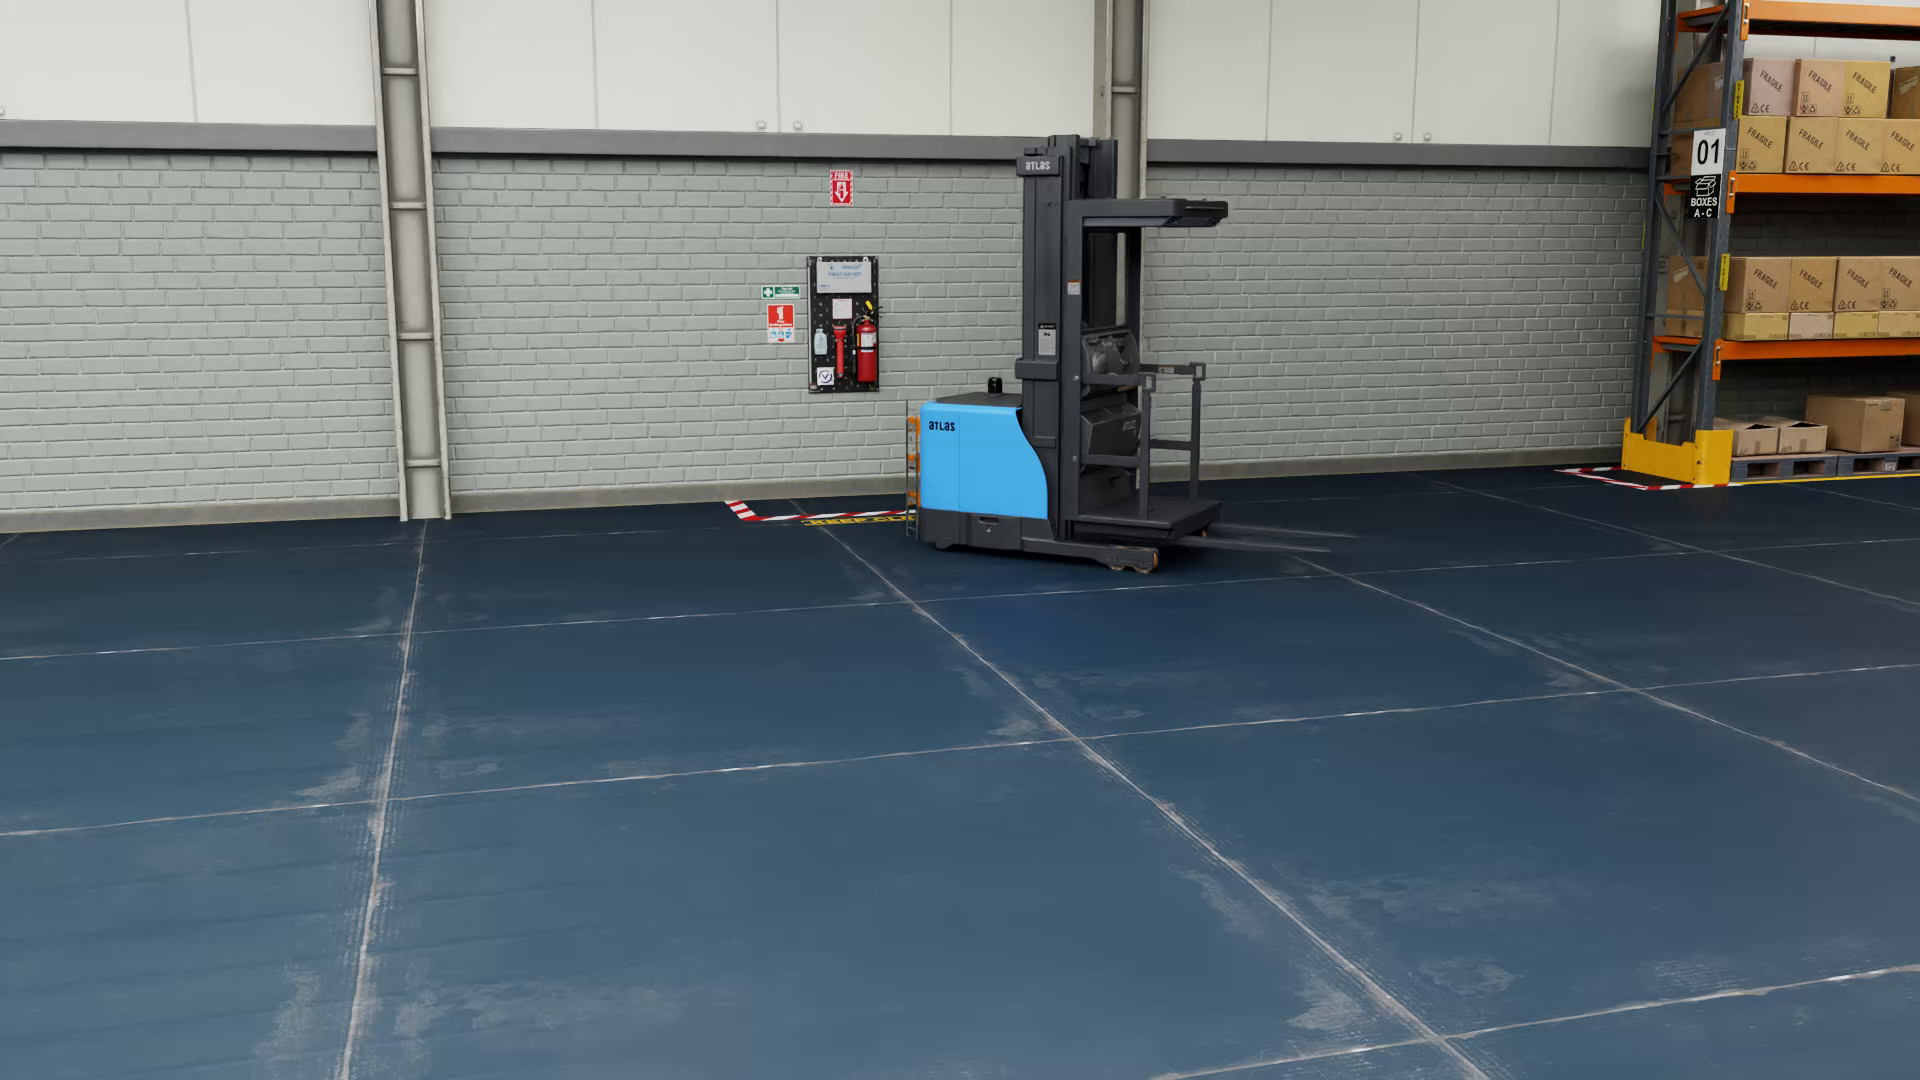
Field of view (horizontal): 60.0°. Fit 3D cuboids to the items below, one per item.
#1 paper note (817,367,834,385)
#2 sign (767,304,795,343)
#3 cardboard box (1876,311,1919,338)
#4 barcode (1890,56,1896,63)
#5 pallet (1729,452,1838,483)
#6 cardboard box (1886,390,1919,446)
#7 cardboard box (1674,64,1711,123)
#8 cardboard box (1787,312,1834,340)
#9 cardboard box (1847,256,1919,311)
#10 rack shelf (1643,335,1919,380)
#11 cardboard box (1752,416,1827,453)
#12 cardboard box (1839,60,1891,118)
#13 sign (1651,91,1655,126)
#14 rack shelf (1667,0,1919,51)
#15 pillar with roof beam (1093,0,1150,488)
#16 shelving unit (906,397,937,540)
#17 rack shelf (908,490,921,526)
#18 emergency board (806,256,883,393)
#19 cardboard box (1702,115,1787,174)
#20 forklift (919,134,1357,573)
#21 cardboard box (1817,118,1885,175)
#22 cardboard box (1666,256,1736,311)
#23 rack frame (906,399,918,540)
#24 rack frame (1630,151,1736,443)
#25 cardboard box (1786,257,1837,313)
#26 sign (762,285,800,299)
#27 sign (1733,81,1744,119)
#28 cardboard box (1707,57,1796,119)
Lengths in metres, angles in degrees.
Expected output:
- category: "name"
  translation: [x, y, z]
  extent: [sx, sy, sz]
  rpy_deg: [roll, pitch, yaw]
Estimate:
- category: "paper note"
  translation: [-1.164, -1.418, 14.399]
  extent: [0.142, 0.148, 0.016]
  rpy_deg: [-3, 11, -16]
- category: "sign"
  translation: [-1.535, -1.856, 14.245]
  extent: [0.234, 0.329, 0.001]
  rpy_deg: [-3, 11, -16]
- category: "cardboard box"
  translation: [8.767, -2.069, 15.860]
  extent: [0.500, 0.250, 0.500]
  rpy_deg: [-3, 11, -15]
- category: "barcode"
  translation: [9.125, -4.701, 16.266]
  extent: [0.075, 0.075, 0.001]
  rpy_deg: [-3, 11, -16]
- category: "pallet"
  translation: [7.602, -0.752, 16.050]
  extent: [1.213, 0.211, 1.003]
  rpy_deg: [-3, 11, -16]
- category: "cardboard box"
  translation: [9.594, -1.215, 16.549]
  extent: [0.500, 0.500, 0.500]
  rpy_deg: [-4, 11, -20]
- category: "cardboard box"
  translation: [7.080, -4.178, 15.579]
  extent: [0.500, 0.500, 0.500]
  rpy_deg: [-3, 11, -13]
- category: "cardboard box"
  translation: [7.791, -2.019, 15.589]
  extent: [0.500, 0.250, 0.500]
  rpy_deg: [-3, 11, -18]
- category: "cardboard box"
  translation: [8.749, -2.438, 15.793]
  extent: [0.500, 0.500, 0.500]
  rpy_deg: [-3, 11, -14]
- category: "rack shelf"
  translation: [8.659, -1.832, 16.201]
  extent: [4.000, 0.370, 1.077]
  rpy_deg: [-3, 11, -16]
- category: "cardboard box"
  translation: [7.976, -1.027, 16.052]
  extent: [0.500, 0.311, 0.500]
  rpy_deg: [-2, 11, -11]
- category: "cardboard box"
  translation: [8.161, -4.133, 15.331]
  extent: [0.500, 0.500, 0.500]
  rpy_deg: [-3, 11, -14]
- category: "sign"
  translation: [6.603, -4.093, 15.764]
  extent: [0.005, 0.325, 0.100]
  rpy_deg: [-3, 11, -16]
- category: "rack shelf"
  translation: [8.659, -4.781, 15.658]
  extent: [4.000, 0.370, 1.077]
  rpy_deg: [-3, 11, -16]
- category: "pillar with roof beam"
  translation: [2.612, -4.169, 10.338]
  extent: [0.400, 9.000, 9.100]
  rpy_deg: [-3, 11, -16]
- category: "shelving unit"
  translation: [-0.255, -0.543, 12.596]
  extent: [0.252, 1.050, 0.215]
  rpy_deg: [-5, 11, -25]
- category: "rack shelf"
  translation: [-0.255, -0.259, 12.648]
  extent: [0.240, 0.259, 0.215]
  rpy_deg: [-5, 11, -25]
- category: "emergency board"
  translation: [-0.975, -1.849, 14.303]
  extent: [0.643, 1.169, 0.194]
  rpy_deg: [-3, 11, -16]
- category: "cardboard box"
  translation: [7.130, -3.593, 15.160]
  extent: [0.500, 0.500, 0.500]
  rpy_deg: [-3, 11, -14]
- category: "forklift"
  translation: [1.246, -1.327, 11.659]
  extent: [3.031, 2.935, 1.130]
  rpy_deg: [5, 12, 27]
- category: "cardboard box"
  translation: [8.153, -3.640, 15.420]
  extent: [0.500, 0.500, 0.500]
  rpy_deg: [-2, 11, -13]
- category: "cardboard box"
  translation: [7.132, -2.451, 15.860]
  extent: [0.500, 0.500, 0.500]
  rpy_deg: [-3, 11, -17]
- category: "rack frame"
  translation: [-0.365, -0.534, 12.545]
  extent: [0.008, 1.050, 0.200]
  rpy_deg: [-5, 11, -25]
- category: "rack frame"
  translation: [6.739, -2.085, 15.586]
  extent: [0.127, 3.000, 1.000]
  rpy_deg: [-3, 11, -16]
- category: "cardboard box"
  translation: [7.759, -2.385, 15.504]
  extent: [0.500, 0.500, 0.500]
  rpy_deg: [-3, 11, -16]
- category: "sign"
  translation: [-1.528, -2.115, 14.190]
  extent: [0.331, 0.109, 0.001]
  rpy_deg: [-3, 11, -16]
- category: "sign"
  translation: [6.891, -3.896, 14.723]
  extent: [0.005, 0.325, 0.100]
  rpy_deg: [-3, 11, -16]
- category: "cardboard box"
  translation: [7.177, -4.088, 15.090]
  extent: [0.500, 0.500, 0.500]
  rpy_deg: [-4, 11, -20]
